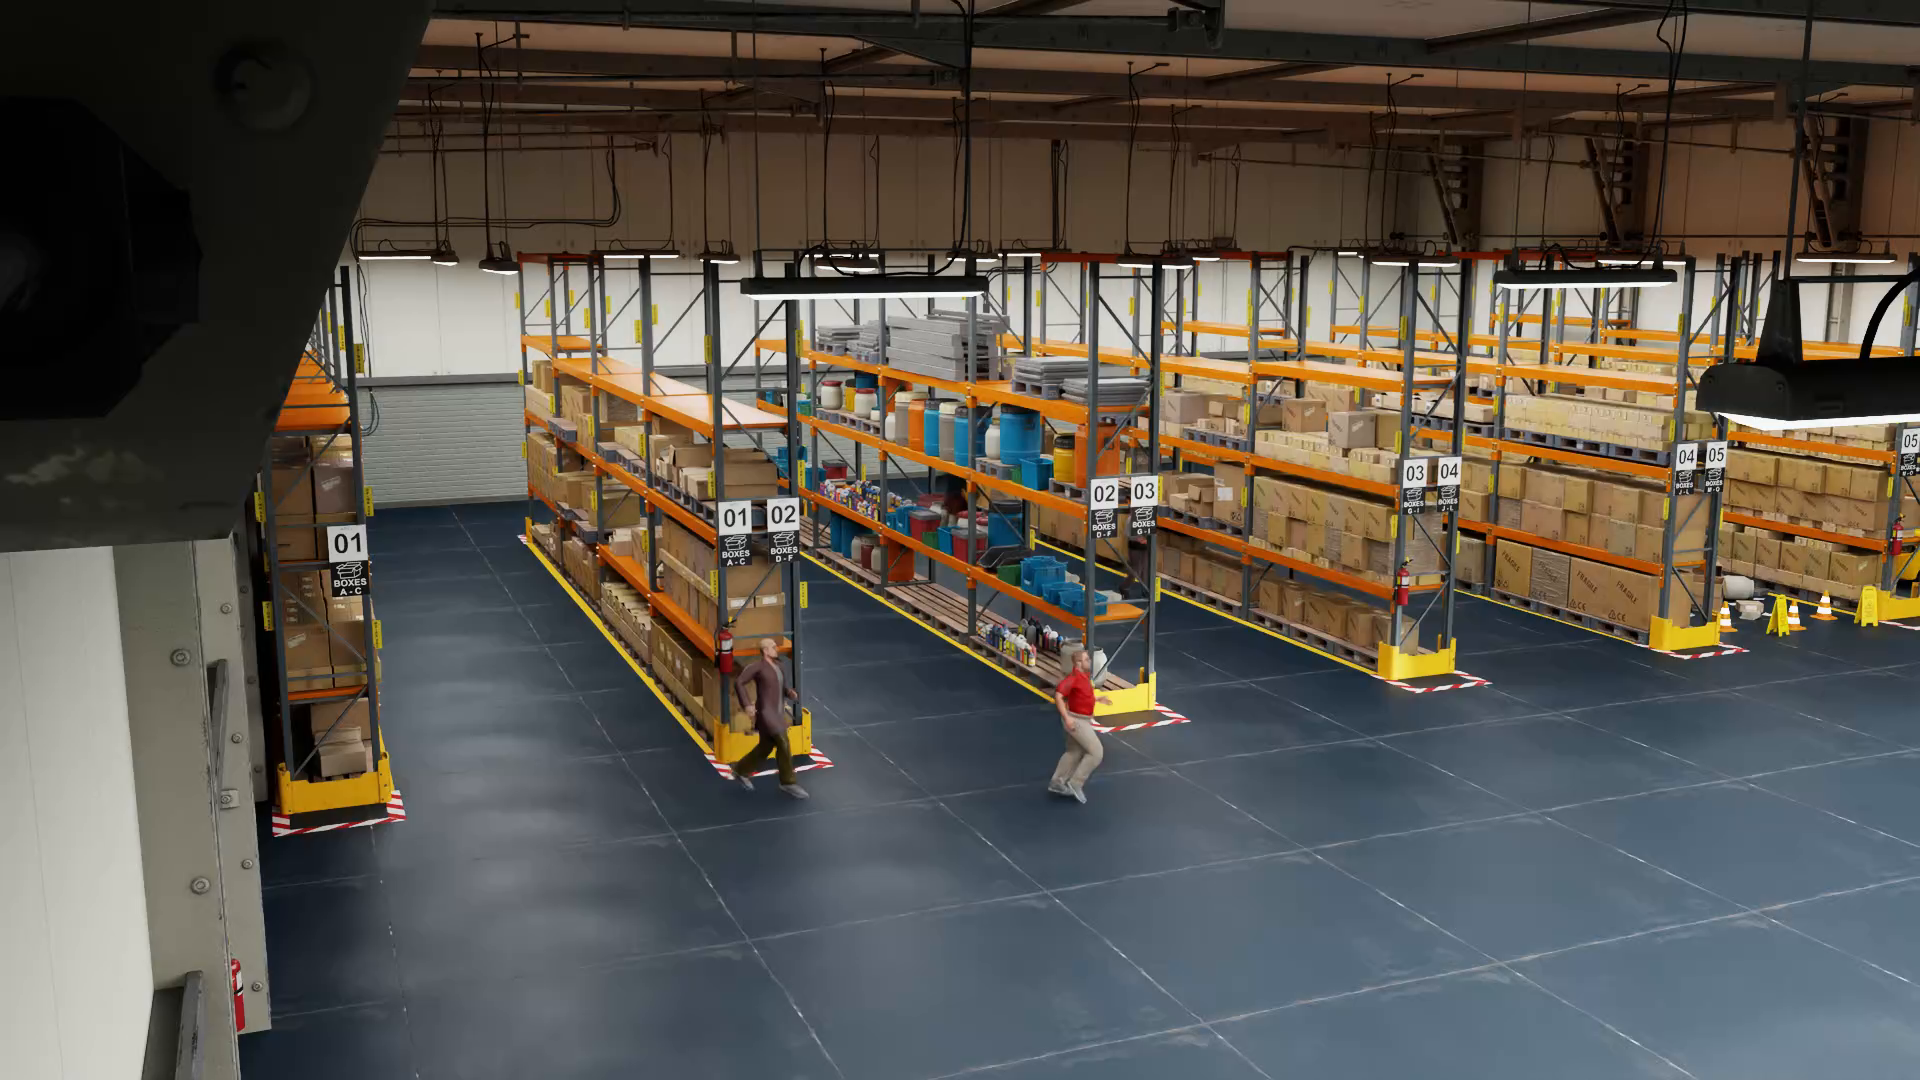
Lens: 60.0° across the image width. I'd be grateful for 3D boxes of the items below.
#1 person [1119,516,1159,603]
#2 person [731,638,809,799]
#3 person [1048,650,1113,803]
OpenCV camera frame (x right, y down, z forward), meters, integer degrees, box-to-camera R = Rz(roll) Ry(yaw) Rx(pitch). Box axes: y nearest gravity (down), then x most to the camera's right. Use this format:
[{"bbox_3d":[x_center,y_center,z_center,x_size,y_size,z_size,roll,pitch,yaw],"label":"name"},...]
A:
[{"bbox_3d":[3.001,0.189,27.616,0.670,1.729,0.812,-9,13,-39],"label":"person"},{"bbox_3d":[-2.147,2.012,19.082,0.984,1.770,0.710,3,11,16],"label":"person"},{"bbox_3d":[1.370,2.107,18.869,0.724,1.756,0.653,1,10,3],"label":"person"}]
